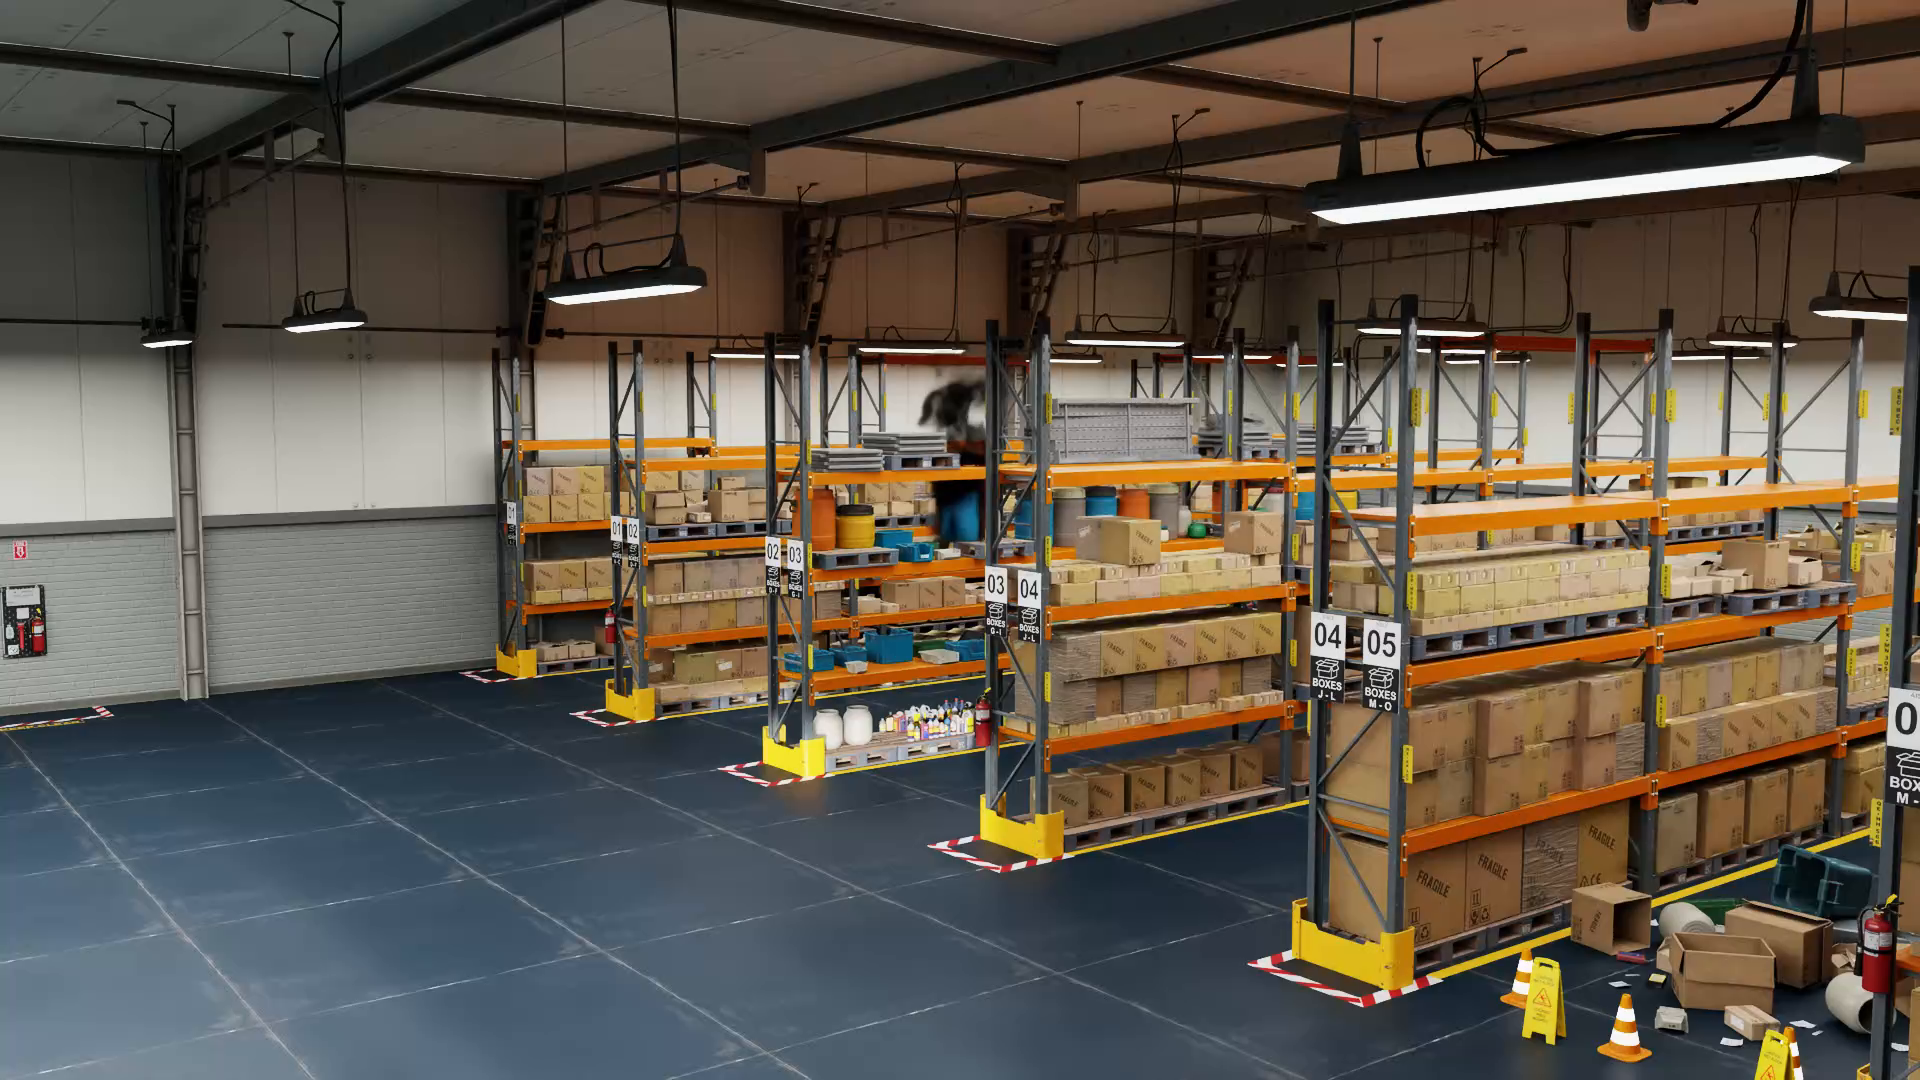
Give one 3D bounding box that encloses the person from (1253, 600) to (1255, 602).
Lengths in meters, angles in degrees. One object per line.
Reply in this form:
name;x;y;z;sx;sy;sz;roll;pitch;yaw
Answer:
person;6.011;1.435;32.631;0.681;1.729;0.632;5;7;44
